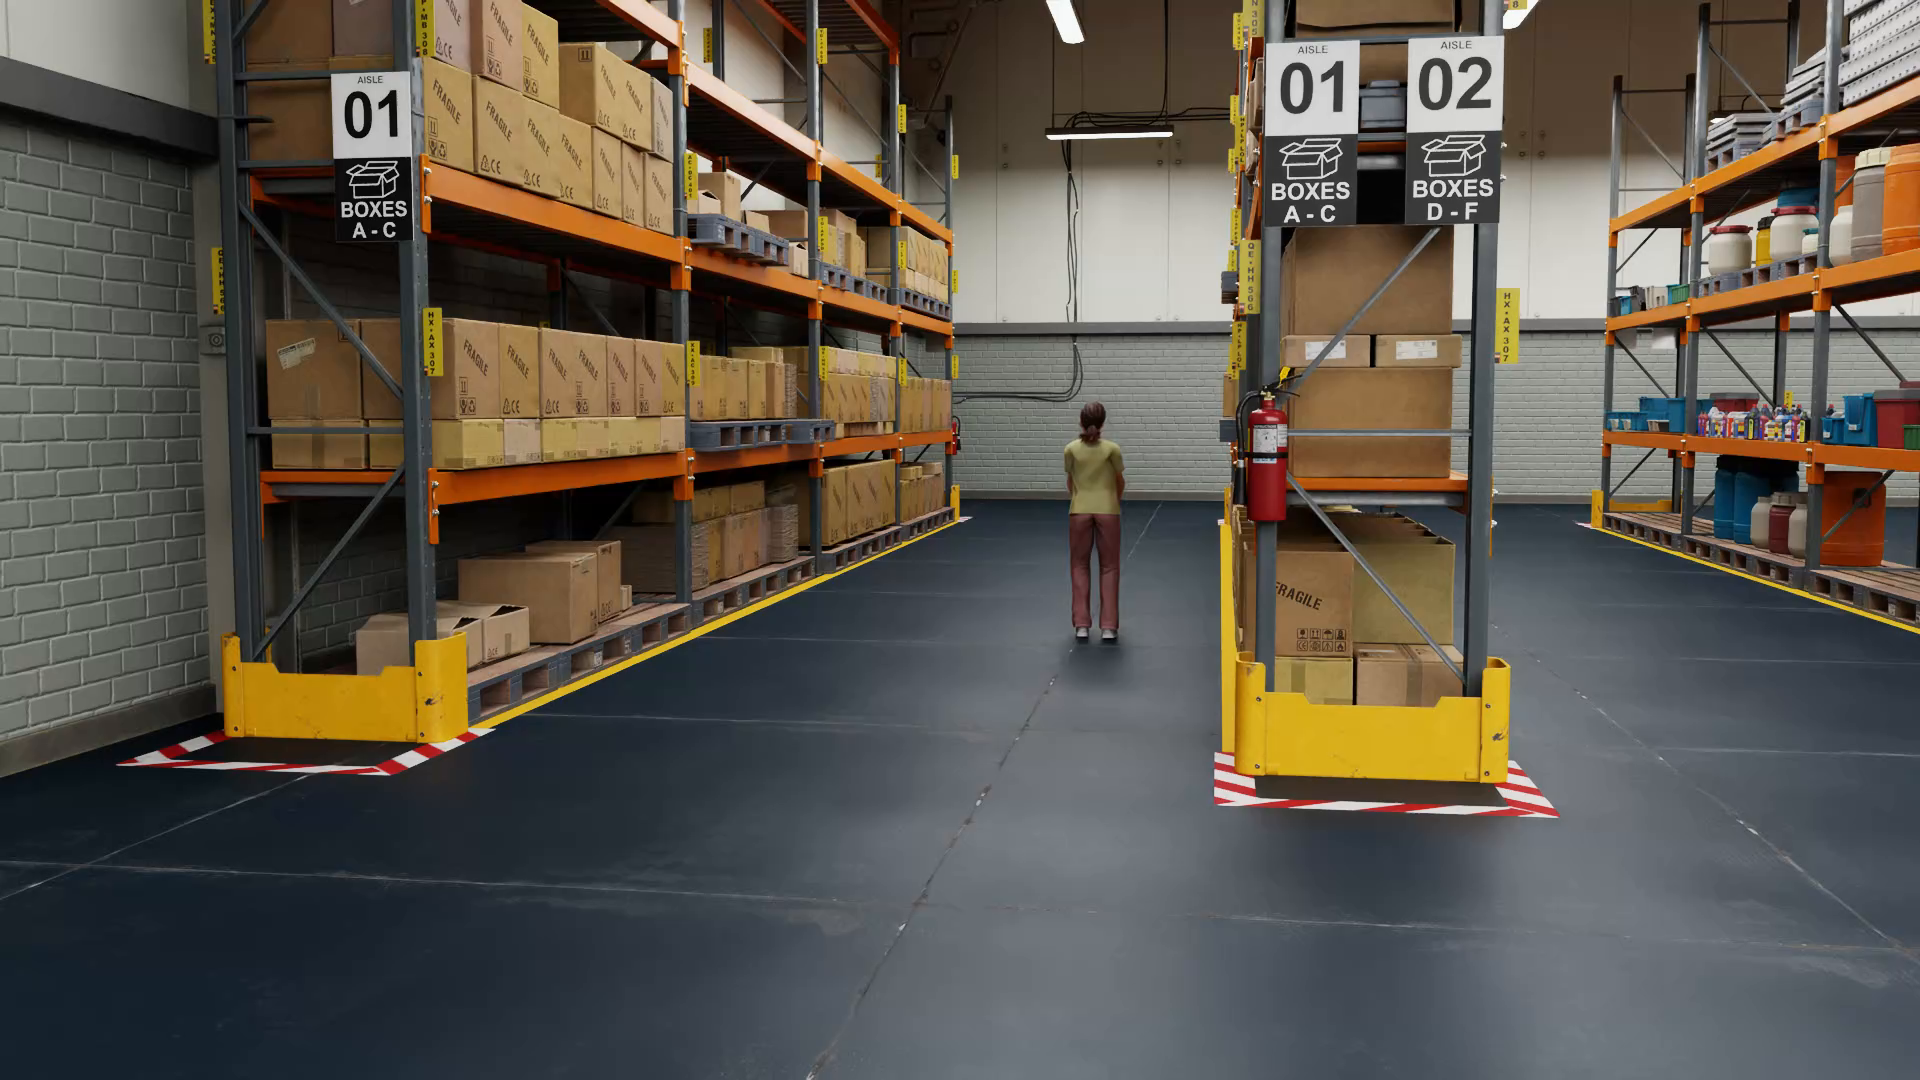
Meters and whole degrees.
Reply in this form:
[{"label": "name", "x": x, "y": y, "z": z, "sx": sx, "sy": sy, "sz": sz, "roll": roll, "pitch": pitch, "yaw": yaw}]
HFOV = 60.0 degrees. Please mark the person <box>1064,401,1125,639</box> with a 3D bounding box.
[{"label": "person", "x": 0.952, "y": -0.144, "z": 11.747, "sx": 0.425, "sy": 1.665, "sz": 0.556, "roll": 1, "pitch": 5, "yaw": 10}]
